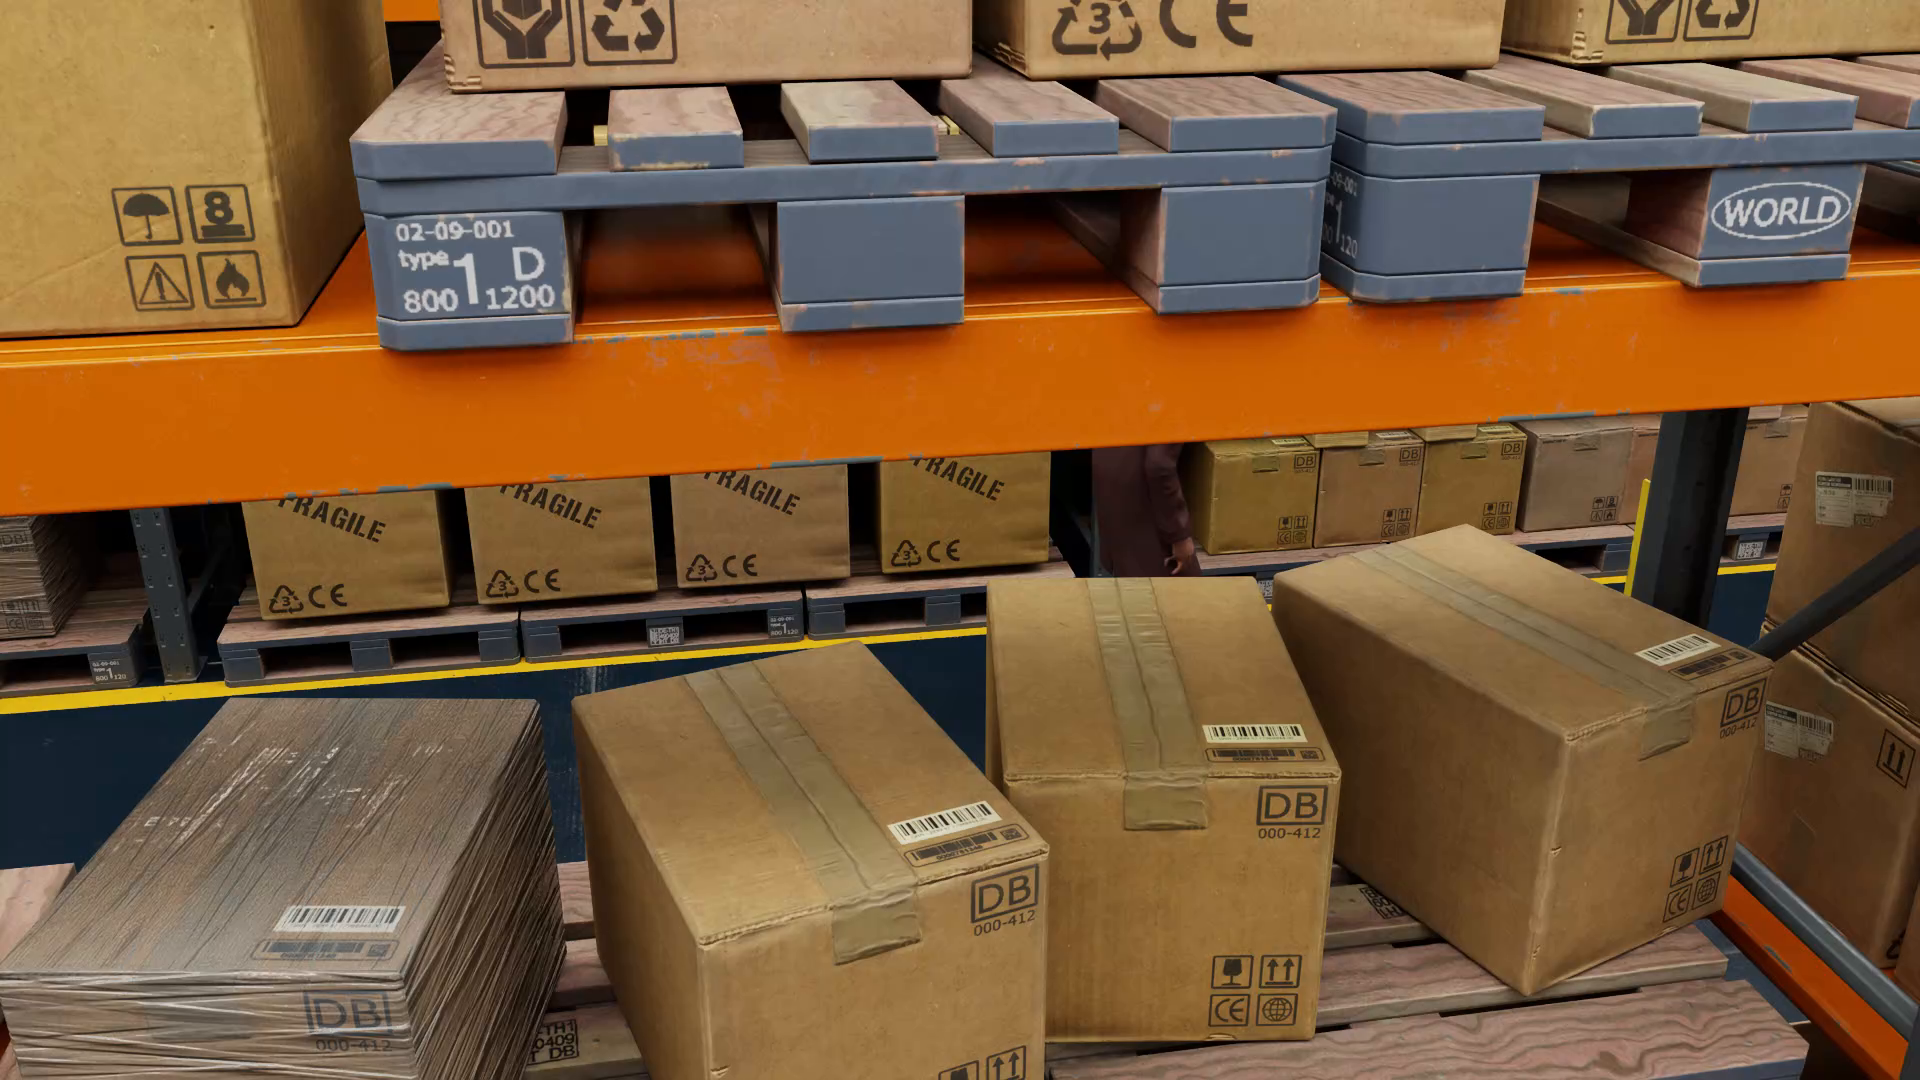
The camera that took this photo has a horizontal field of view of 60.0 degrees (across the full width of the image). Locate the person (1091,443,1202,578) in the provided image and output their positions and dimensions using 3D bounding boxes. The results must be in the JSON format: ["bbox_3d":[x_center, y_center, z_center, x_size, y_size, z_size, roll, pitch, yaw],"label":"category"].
[{"bbox_3d":[0.723,-0.094,6.338,0.431,1.773,0.642,-6,24,-14],"label":"person"}]
